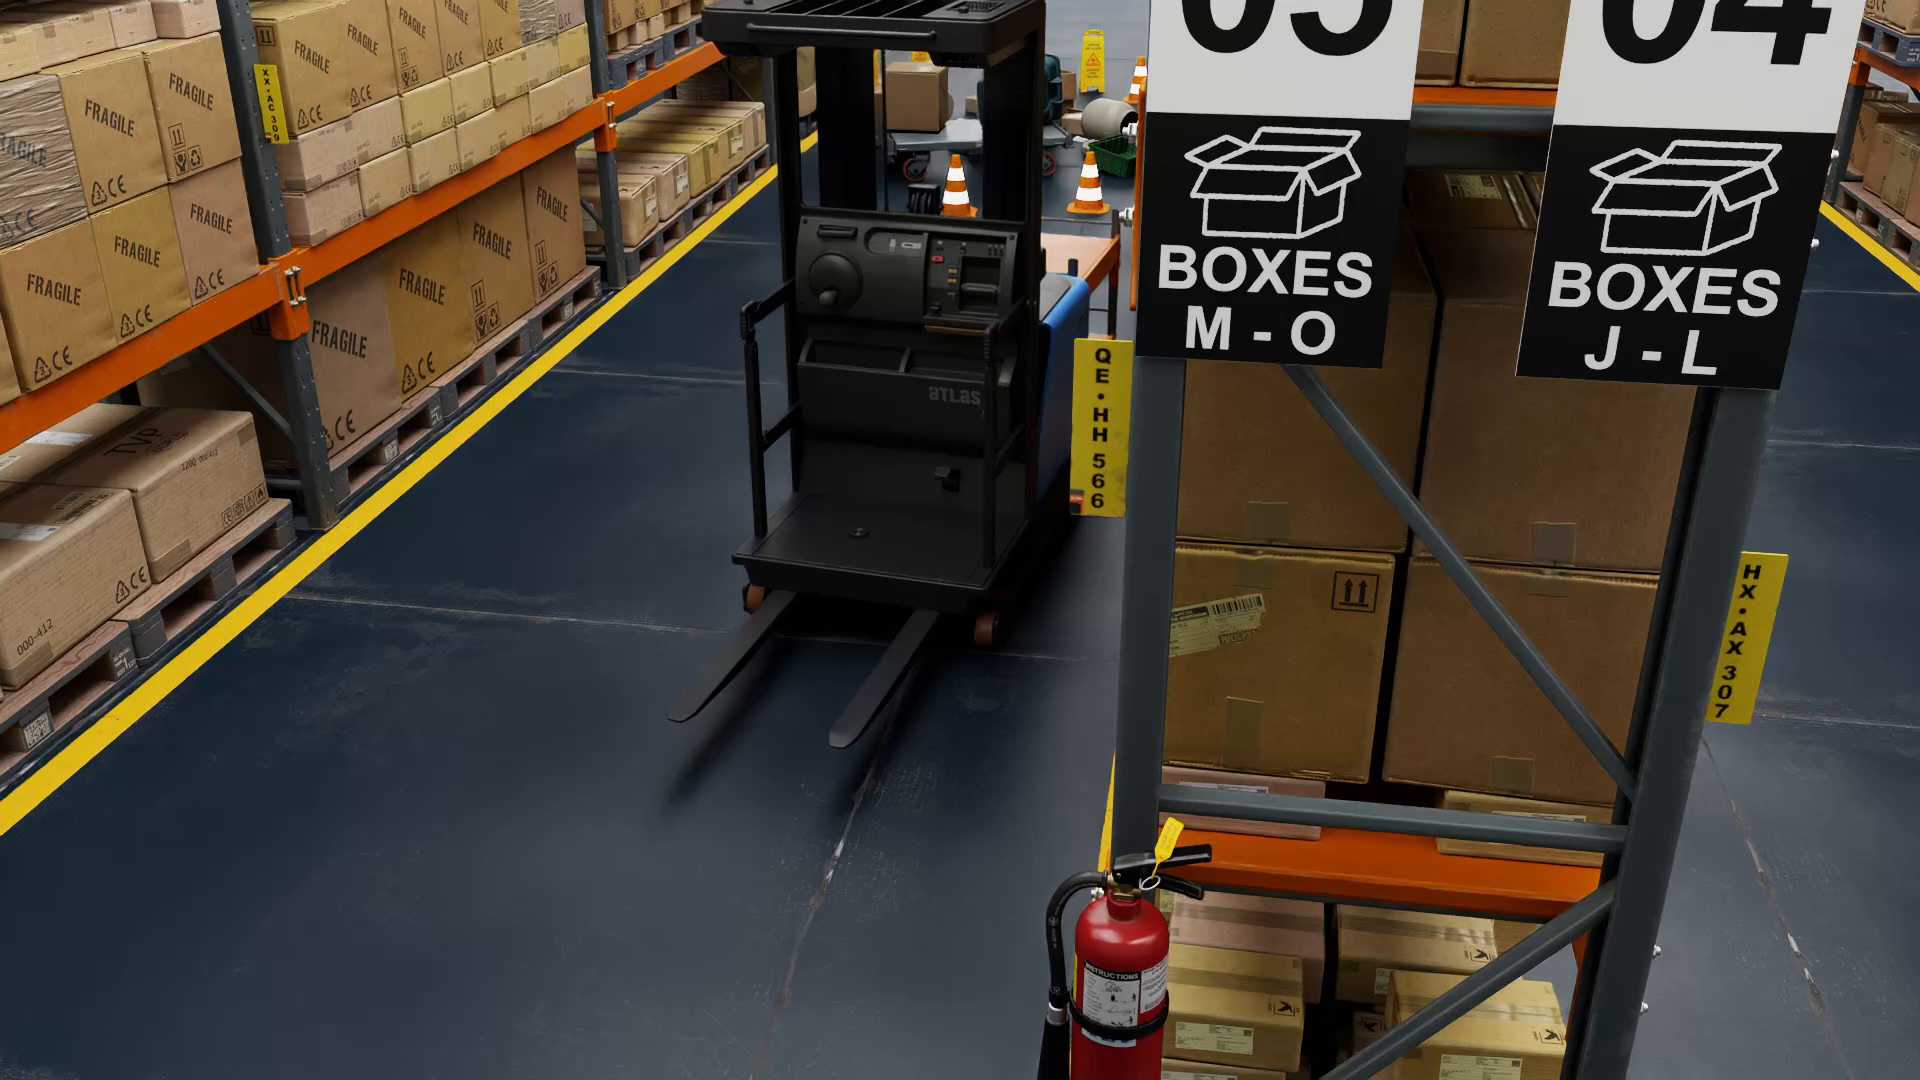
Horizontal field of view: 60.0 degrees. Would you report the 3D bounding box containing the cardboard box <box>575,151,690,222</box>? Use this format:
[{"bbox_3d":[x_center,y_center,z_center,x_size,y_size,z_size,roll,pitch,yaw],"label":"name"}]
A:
[{"bbox_3d":[-2.590,-2.668,12.515,0.950,0.372,0.625,4,25,8],"label":"cardboard box"}]

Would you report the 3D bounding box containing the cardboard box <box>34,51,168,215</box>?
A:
[{"bbox_3d":[-3.354,-1.520,6.161,0.500,0.500,0.500,4,25,8],"label":"cardboard box"}]

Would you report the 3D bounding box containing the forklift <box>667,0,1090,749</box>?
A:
[{"bbox_3d":[-0.281,-1.068,6.574,1.130,2.935,3.031,7,26,15],"label":"forklift"}]

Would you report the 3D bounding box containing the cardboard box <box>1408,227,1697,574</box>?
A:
[{"bbox_3d":[1.123,-0.278,3.158,0.500,0.500,0.500,4,25,8],"label":"cardboard box"}]

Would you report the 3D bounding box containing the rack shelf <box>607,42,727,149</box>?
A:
[{"bbox_3d":[-2.478,-3.633,12.823,1.077,0.370,4.000,4,25,9],"label":"rack shelf"}]

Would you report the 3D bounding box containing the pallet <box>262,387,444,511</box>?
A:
[{"bbox_3d":[-3.407,-0.515,8.601,1.003,0.211,1.213,4,25,9],"label":"pallet"}]

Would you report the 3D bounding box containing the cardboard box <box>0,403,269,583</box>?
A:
[{"bbox_3d":[-3.667,-0.224,7.218,0.875,0.438,0.875,4,25,8],"label":"cardboard box"}]

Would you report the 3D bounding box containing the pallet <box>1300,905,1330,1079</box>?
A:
[{"bbox_3d":[0.968,1.418,4.472,1.003,0.211,1.213,4,25,9],"label":"pallet"}]

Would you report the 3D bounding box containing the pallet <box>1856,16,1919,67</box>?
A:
[{"bbox_3d":[7.357,-3.713,12.370,1.003,0.211,1.213,4,25,9],"label":"pallet"}]

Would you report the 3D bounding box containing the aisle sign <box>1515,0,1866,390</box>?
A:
[{"bbox_3d":[1.072,-0.602,2.432,0.394,0.787,0.004,4,25,9],"label":"aisle sign"}]

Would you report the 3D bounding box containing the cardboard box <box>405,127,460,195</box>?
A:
[{"bbox_3d":[-2.944,-1.977,8.613,0.500,0.250,0.500,4,25,8],"label":"cardboard box"}]

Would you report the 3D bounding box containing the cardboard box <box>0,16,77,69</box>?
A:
[{"bbox_3d":[-3.419,-1.777,5.946,0.380,0.149,0.250,4,25,8],"label":"cardboard box"}]

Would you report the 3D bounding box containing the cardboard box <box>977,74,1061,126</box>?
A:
[{"bbox_3d":[0.569,-4.098,15.751,0.797,0.637,0.503,4,25,9],"label":"cardboard box"}]

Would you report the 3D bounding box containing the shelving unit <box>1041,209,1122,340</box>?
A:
[{"bbox_3d":[0.470,-1.072,8.713,0.538,1.125,1.048,7,26,15],"label":"shelving unit"}]

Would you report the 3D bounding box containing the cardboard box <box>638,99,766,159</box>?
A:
[{"bbox_3d":[-2.234,-3.576,14.456,0.950,0.372,0.625,4,25,9],"label":"cardboard box"}]

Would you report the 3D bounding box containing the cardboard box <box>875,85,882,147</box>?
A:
[{"bbox_3d":[-0.633,-4.019,15.743,0.500,0.500,0.500,-20,32,-36],"label":"cardboard box"}]

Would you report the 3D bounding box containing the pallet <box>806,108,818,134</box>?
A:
[{"bbox_3d":[-1.879,-4.328,16.747,1.003,0.211,1.213,4,25,9],"label":"pallet"}]

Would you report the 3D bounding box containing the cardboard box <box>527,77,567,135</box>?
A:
[{"bbox_3d":[-2.699,-2.611,9.966,0.500,0.250,0.500,4,25,9],"label":"cardboard box"}]

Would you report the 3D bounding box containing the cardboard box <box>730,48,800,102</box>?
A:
[{"bbox_3d":[-1.788,-4.308,15.279,0.500,0.500,0.500,5,26,11],"label":"cardboard box"}]

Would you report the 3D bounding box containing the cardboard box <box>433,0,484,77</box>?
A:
[{"bbox_3d":[-2.884,-2.753,8.796,0.500,0.500,0.500,4,25,8],"label":"cardboard box"}]

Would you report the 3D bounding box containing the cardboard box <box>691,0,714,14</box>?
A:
[{"bbox_3d":[-2.144,-4.212,13.011,0.380,0.149,0.250,4,25,8],"label":"cardboard box"}]

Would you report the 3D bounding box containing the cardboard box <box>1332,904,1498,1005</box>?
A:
[{"bbox_3d":[1.135,1.036,4.164,0.380,0.149,0.250,4,25,9],"label":"cardboard box"}]

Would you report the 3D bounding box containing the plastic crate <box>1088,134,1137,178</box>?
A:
[{"bbox_3d":[1.485,-3.411,14.748,0.450,0.188,0.662,29,36,30],"label":"plastic crate"}]

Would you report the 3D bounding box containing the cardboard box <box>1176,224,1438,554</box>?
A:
[{"bbox_3d":[0.617,-0.318,3.242,0.500,0.500,0.500,4,25,7],"label":"cardboard box"}]

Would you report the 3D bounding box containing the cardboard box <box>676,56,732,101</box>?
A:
[{"bbox_3d":[-2.319,-4.346,15.361,0.500,0.500,0.500,4,25,8],"label":"cardboard box"}]

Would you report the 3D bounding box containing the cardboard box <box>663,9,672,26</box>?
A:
[{"bbox_3d":[-2.363,-3.890,12.323,0.380,0.149,0.250,5,26,11],"label":"cardboard box"}]

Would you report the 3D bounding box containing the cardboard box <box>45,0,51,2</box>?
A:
[{"bbox_3d":[-3.766,-2.128,6.695,0.380,0.149,0.250,4,25,8],"label":"cardboard box"}]

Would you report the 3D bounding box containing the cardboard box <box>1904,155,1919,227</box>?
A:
[{"bbox_3d":[7.317,-2.489,11.958,0.700,0.500,0.500,2,25,4],"label":"cardboard box"}]

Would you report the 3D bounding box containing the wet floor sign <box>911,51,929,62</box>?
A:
[{"bbox_3d":[-0.411,-5.408,18.542,0.267,0.644,0.232,13,28,26],"label":"wet floor sign"}]

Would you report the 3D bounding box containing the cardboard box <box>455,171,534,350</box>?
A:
[{"bbox_3d":[-3.149,-1.695,9.843,0.875,0.875,0.875,4,25,9],"label":"cardboard box"}]

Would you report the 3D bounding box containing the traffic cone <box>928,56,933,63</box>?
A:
[{"bbox_3d":[-0.295,-5.050,17.994,0.336,0.463,0.334,4,25,9],"label":"traffic cone"}]

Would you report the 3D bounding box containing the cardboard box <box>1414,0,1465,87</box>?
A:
[{"bbox_3d":[0.601,-0.975,2.934,0.500,0.250,0.500,3,25,7],"label":"cardboard box"}]

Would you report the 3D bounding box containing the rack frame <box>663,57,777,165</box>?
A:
[{"bbox_3d":[-2.151,-4.796,14.457,1.000,3.000,0.127,4,25,9],"label":"rack frame"}]

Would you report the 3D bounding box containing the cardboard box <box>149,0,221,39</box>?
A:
[{"bbox_3d":[-3.195,-2.091,6.616,0.380,0.149,0.250,4,25,7],"label":"cardboard box"}]

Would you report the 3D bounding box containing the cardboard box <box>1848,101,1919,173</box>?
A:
[{"bbox_3d":[7.731,-3.332,13.783,0.500,0.500,0.500,3,25,7],"label":"cardboard box"}]

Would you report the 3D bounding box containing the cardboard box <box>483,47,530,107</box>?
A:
[{"bbox_3d":[-2.777,-2.631,9.419,0.500,0.250,0.500,3,25,7],"label":"cardboard box"}]

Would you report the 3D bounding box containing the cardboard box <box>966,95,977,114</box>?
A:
[{"bbox_3d":[0.281,-4.490,17.166,0.380,0.149,0.250,19,31,35],"label":"cardboard box"}]

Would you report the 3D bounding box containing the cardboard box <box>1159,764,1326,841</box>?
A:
[{"bbox_3d":[0.562,0.482,3.479,0.380,0.149,0.250,4,25,9],"label":"cardboard box"}]

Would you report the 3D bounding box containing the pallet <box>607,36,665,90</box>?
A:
[{"bbox_3d":[-2.793,-3.341,11.576,1.213,0.211,1.003,4,25,9],"label":"pallet"}]

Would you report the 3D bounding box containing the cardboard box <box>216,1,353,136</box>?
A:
[{"bbox_3d":[-3.103,-2.112,7.427,0.500,0.500,0.500,4,25,9],"label":"cardboard box"}]

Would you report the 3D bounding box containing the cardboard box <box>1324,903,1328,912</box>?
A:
[{"bbox_3d":[1.283,0.996,4.952,0.380,0.149,0.250,4,25,9],"label":"cardboard box"}]

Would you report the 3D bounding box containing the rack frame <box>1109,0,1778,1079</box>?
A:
[{"bbox_3d":[0.791,0.524,3.092,0.949,2.616,0.053,4,25,9],"label":"rack frame"}]

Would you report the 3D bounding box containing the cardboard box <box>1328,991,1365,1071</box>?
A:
[{"bbox_3d":[1.151,1.313,4.275,0.380,0.149,0.250,4,25,8],"label":"cardboard box"}]

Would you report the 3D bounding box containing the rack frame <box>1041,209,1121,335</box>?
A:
[{"bbox_3d":[0.615,-1.278,9.154,0.500,1.125,0.032,7,26,15],"label":"rack frame"}]

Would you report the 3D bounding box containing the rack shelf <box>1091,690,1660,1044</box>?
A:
[{"bbox_3d":[1.115,0.013,5.032,1.077,0.370,4.000,4,25,9],"label":"rack shelf"}]

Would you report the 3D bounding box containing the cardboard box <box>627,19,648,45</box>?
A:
[{"bbox_3d":[-2.399,-3.549,11.596,0.380,0.149,0.250,2,25,5],"label":"cardboard box"}]

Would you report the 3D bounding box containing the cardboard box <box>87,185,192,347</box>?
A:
[{"bbox_3d":[-3.361,-1.068,6.375,0.500,0.500,0.500,3,25,7],"label":"cardboard box"}]

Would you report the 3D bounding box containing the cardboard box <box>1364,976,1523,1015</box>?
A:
[{"bbox_3d":[1.227,1.178,4.211,0.380,0.149,0.250,4,25,8],"label":"cardboard box"}]

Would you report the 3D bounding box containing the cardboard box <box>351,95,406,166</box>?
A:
[{"bbox_3d":[-3.051,-1.993,8.056,0.500,0.250,0.500,4,25,9],"label":"cardboard box"}]

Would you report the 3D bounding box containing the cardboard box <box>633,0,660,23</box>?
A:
[{"bbox_3d":[-2.425,-3.884,11.544,0.500,0.500,0.500,5,26,11],"label":"cardboard box"}]

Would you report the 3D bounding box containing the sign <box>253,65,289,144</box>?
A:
[{"bbox_3d":[-2.911,-1.840,7.028,0.100,0.325,0.005,4,25,9],"label":"sign"}]

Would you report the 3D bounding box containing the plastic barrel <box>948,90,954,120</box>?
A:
[{"bbox_3d":[-0.341,-4.333,16.508,0.421,0.421,0.512,-20,32,-36],"label":"plastic barrel"}]

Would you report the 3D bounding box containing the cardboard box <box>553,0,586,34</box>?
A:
[{"bbox_3d":[-2.631,-3.387,10.149,0.500,0.500,0.500,3,25,7],"label":"cardboard box"}]

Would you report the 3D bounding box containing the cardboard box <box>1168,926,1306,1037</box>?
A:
[{"bbox_3d":[0.688,1.144,4.284,0.380,0.149,0.250,3,25,7],"label":"cardboard box"}]

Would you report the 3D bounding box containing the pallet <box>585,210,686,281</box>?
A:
[{"bbox_3d":[-2.676,-2.187,12.172,1.003,0.211,1.213,4,25,9],"label":"pallet"}]

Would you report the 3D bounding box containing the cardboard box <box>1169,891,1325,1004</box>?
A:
[{"bbox_3d":[0.722,1.015,4.208,0.380,0.149,0.250,5,25,10],"label":"cardboard box"}]
